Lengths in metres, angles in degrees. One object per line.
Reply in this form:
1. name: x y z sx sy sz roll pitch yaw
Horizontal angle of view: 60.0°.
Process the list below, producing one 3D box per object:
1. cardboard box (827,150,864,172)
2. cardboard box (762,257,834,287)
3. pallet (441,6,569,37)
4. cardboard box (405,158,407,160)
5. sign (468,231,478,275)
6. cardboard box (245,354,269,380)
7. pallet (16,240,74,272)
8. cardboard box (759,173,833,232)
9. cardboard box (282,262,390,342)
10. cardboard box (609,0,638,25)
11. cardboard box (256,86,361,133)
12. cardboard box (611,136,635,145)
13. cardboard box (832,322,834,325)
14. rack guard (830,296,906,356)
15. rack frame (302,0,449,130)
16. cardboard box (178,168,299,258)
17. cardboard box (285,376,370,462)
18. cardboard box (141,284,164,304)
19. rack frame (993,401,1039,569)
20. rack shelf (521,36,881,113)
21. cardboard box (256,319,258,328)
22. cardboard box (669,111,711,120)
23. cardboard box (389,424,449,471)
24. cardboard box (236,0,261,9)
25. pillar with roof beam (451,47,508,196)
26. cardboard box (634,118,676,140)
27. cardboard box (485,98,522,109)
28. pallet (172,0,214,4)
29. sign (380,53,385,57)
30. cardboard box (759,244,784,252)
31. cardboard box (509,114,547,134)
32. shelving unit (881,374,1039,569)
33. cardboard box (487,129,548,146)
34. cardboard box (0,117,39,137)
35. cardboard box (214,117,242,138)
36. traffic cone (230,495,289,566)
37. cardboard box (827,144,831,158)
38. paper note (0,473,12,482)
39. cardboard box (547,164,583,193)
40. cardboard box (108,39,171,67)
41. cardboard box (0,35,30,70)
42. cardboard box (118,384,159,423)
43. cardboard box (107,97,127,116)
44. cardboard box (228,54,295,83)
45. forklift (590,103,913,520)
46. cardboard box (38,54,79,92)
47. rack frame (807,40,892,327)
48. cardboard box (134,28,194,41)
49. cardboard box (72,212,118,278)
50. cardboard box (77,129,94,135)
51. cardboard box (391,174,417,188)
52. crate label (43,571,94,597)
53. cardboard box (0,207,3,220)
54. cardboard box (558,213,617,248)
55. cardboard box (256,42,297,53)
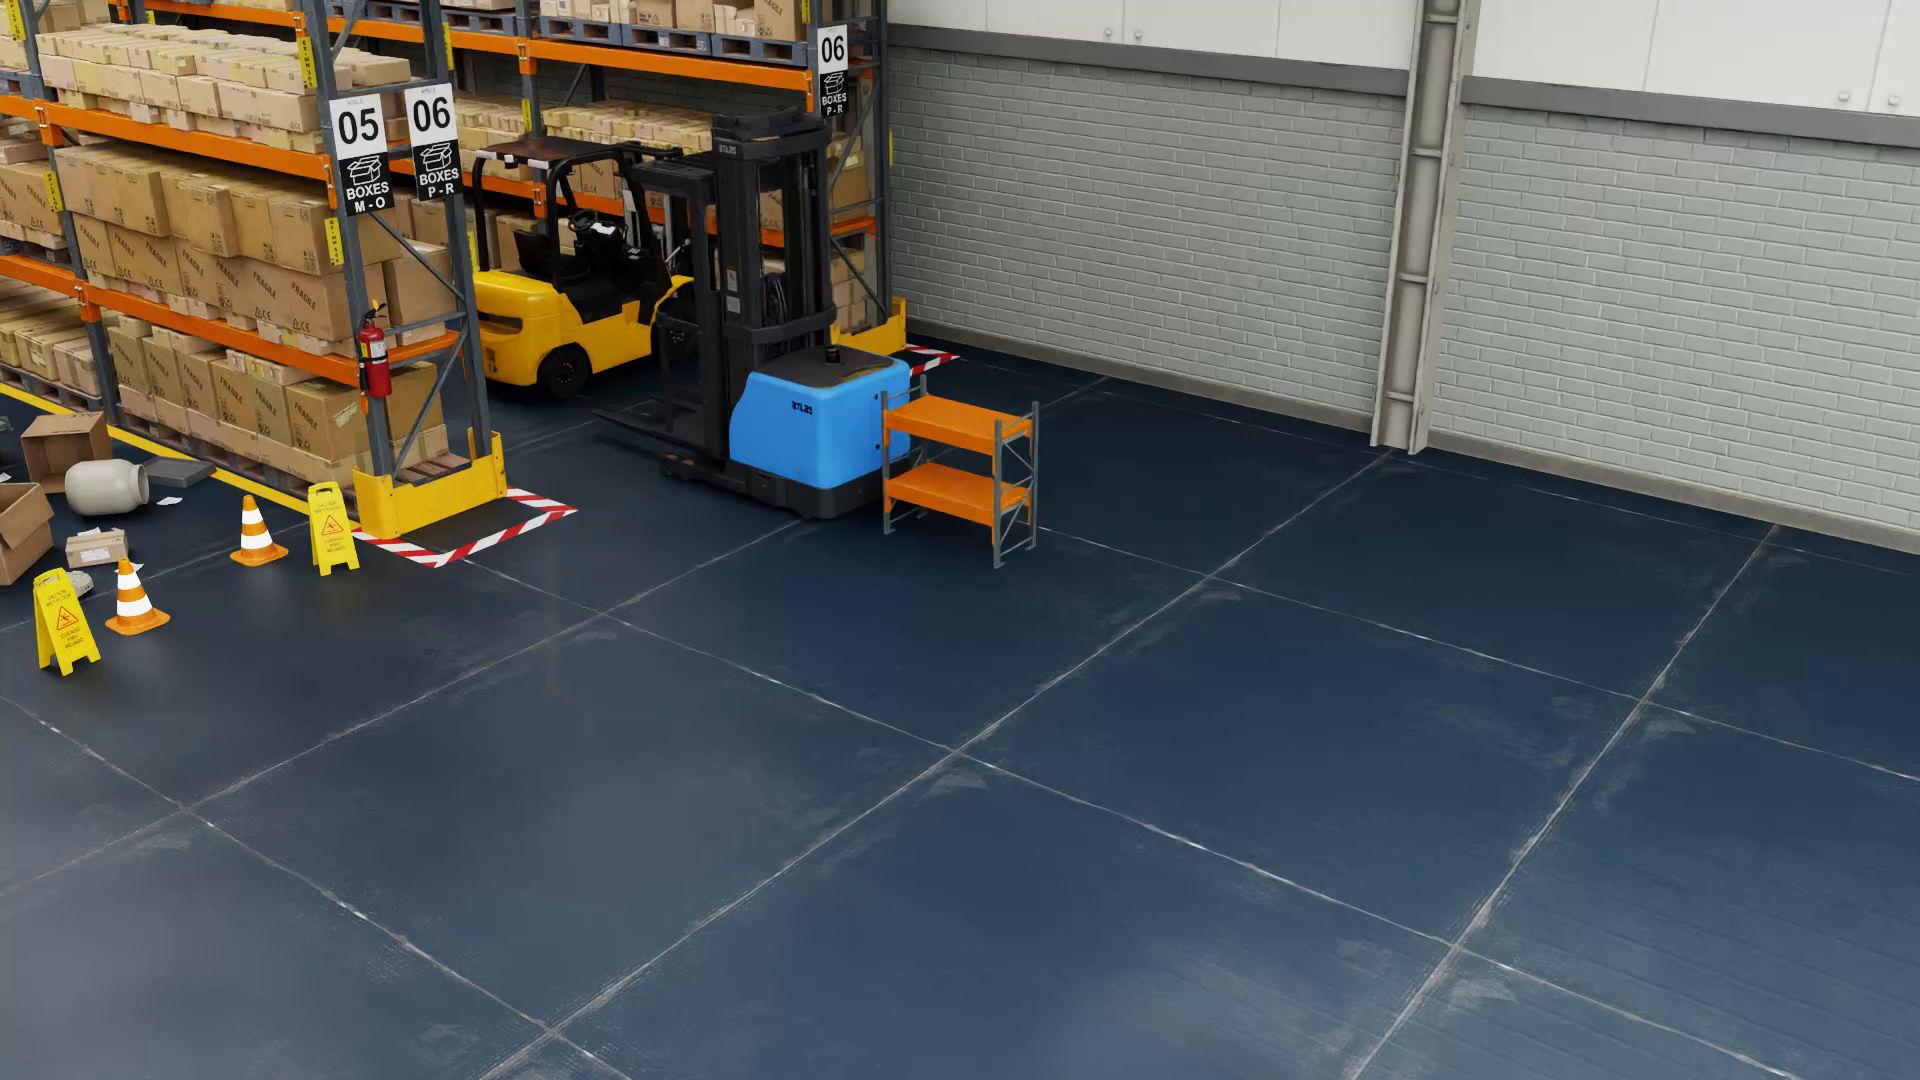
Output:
1. cardboard box: -1.142 -3.685 16.116 0.250 0.149 0.380 16 28 32
2. cardboard box: -1.582 -2.579 16.184 0.500 0.250 0.500 18 29 35
3. pallet: -4.941 -5.639 17.995 1.217 0.209 0.805 16 28 31
4. cardboard box: -6.404 -4.611 19.332 0.500 0.250 0.500 16 28 32
5. sign: -3.675 -2.146 12.477 0.005 0.325 0.100 17 29 33
6. cardboard box: -5.331 -1.387 12.983 0.250 0.149 0.380 17 29 34
7. pallet: -7.726 -2.686 15.014 1.213 0.211 1.003 17 29 33
8. cardboard box: -1.578 -3.257 15.949 0.500 0.500 0.500 16 28 32
9. cardboard box: -4.600 -1.799 12.270 0.500 0.500 0.500 16 29 32
10. cardboard box: -3.222 -5.237 16.367 0.258 0.266 0.396 16 28 32
11. cardboard box: -4.572 -3.052 11.703 0.500 0.250 0.500 16 29 33
12. cardboard box: -3.335 -4.061 16.970 0.250 0.149 0.380 16 29 33
13. cardboard box: -1.592 -2.123 16.387 0.500 0.250 0.500 17 29 34
14. rack guard: -1.007 -2.027 16.382 0.348 0.500 1.175 17 29 33
15. rack frame: -4.001 -4.320 11.045 0.127 3.000 1.000 17 29 33
16. cardboard box: -5.411 -2.482 12.581 0.500 0.500 0.700 16 29 33
17. cardboard box: -4.798 -0.961 12.822 0.500 0.500 0.500 17 29 34
18. cardboard box: -6.501 -2.078 13.707 0.250 0.149 0.380 18 29 35
19. rack frame: 0.401 -0.393 11.899 0.032 1.125 0.500 17 29 33
20. rack shelf: -2.627 -4.704 16.529 4.000 0.370 1.077 17 29 33
21. cardboard box: -5.234 -1.735 12.930 0.250 0.149 0.380 17 29 34
22. cardboard box: -2.785 -4.323 17.195 0.250 0.149 0.380 16 29 33
23. cardboard box: -4.480 -0.793 13.369 0.500 0.250 0.500 17 29 33
24. cardboard box: -8.387 -6.583 20.086 0.500 0.250 0.500 17 29 33
25. pillar with roof beam: -8.426 -6.443 15.864 0.400 9.000 9.100 17 29 33
26. cardboard box: -3.072 -4.164 16.834 0.250 0.149 0.380 17 29 33
27. cardboard box: -5.163 -4.907 18.889 0.250 0.149 0.380 17 29 33
28. pallet: -9.317 -6.935 20.934 1.003 0.211 1.213 17 29 33
29. sign: -7.098 -5.821 20.457 0.005 0.325 0.100 17 29 33
30. cardboard box: -1.700 -2.865 16.833 0.500 0.250 0.500 17 29 33
31. cardboard box: -4.634 -4.498 17.960 0.250 0.149 0.380 18 29 35
32. shelving unit: -0.005 -0.516 12.178 1.048 1.125 0.538 17 29 33
33. cardboard box: -4.774 -4.341 18.098 0.500 0.250 0.500 16 28 32
34. cardboard box: -8.924 -3.875 15.658 0.250 0.149 0.380 15 28 31
35. cardboard box: -5.255 -3.081 12.264 0.250 0.149 0.380 17 29 33
36. traffic cone: -5.118 -0.102 12.057 0.334 0.463 0.336 17 29 33
37. cardboard box: -1.440 -3.674 15.722 0.250 0.149 0.380 17 29 33
38. paper note: -7.800 -0.505 13.508 0.142 0.019 0.148 17 29 33
39. cardboard box: -4.029 -3.999 17.632 0.500 0.500 0.500 16 28 32
40. cardboard box: -6.291 -3.747 12.787 0.250 0.149 0.380 16 28 32
41. cardboard box: -7.756 -4.133 14.005 0.500 0.250 0.500 16 28 32
42. cardboard box: -6.891 -1.246 14.398 0.500 0.250 0.500 15 28 31
43. cardboard box: -6.482 -3.466 13.139 0.250 0.149 0.380 18 29 35
44. cardboard box: -5.019 -3.392 11.982 0.250 0.149 0.380 17 29 34
45. forklift: -1.831 -1.970 13.237 3.031 2.935 1.130 18 30 36
46. cardboard box: -7.013 -3.787 13.373 0.500 0.250 0.500 16 28 32
47. rack frame: -1.027 -3.177 15.891 0.127 3.000 1.000 17 29 33
48. cardboard box: -6.408 -4.028 13.426 0.250 0.149 0.380 18 29 35
49. cardboard box: -7.016 -2.527 13.924 0.500 0.500 0.500 17 29 33
50. cardboard box: -12.736 -5.697 24.189 0.500 0.500 0.700 18 30 35
51. cardboard box: -6.937 -4.062 20.324 0.625 0.625 0.875 18 29 35
52. crate label: -6.178 0.318 11.510 0.298 0.136 0.250 3 24 6
53. cardboard box: -8.516 -3.200 14.929 0.500 0.500 0.500 18 29 35
54. cardboard box: -4.028 -3.318 17.859 0.500 0.250 0.500 16 29 33
55. cardboard box: -5.109 -3.688 12.654 0.250 0.149 0.380 18 29 35
